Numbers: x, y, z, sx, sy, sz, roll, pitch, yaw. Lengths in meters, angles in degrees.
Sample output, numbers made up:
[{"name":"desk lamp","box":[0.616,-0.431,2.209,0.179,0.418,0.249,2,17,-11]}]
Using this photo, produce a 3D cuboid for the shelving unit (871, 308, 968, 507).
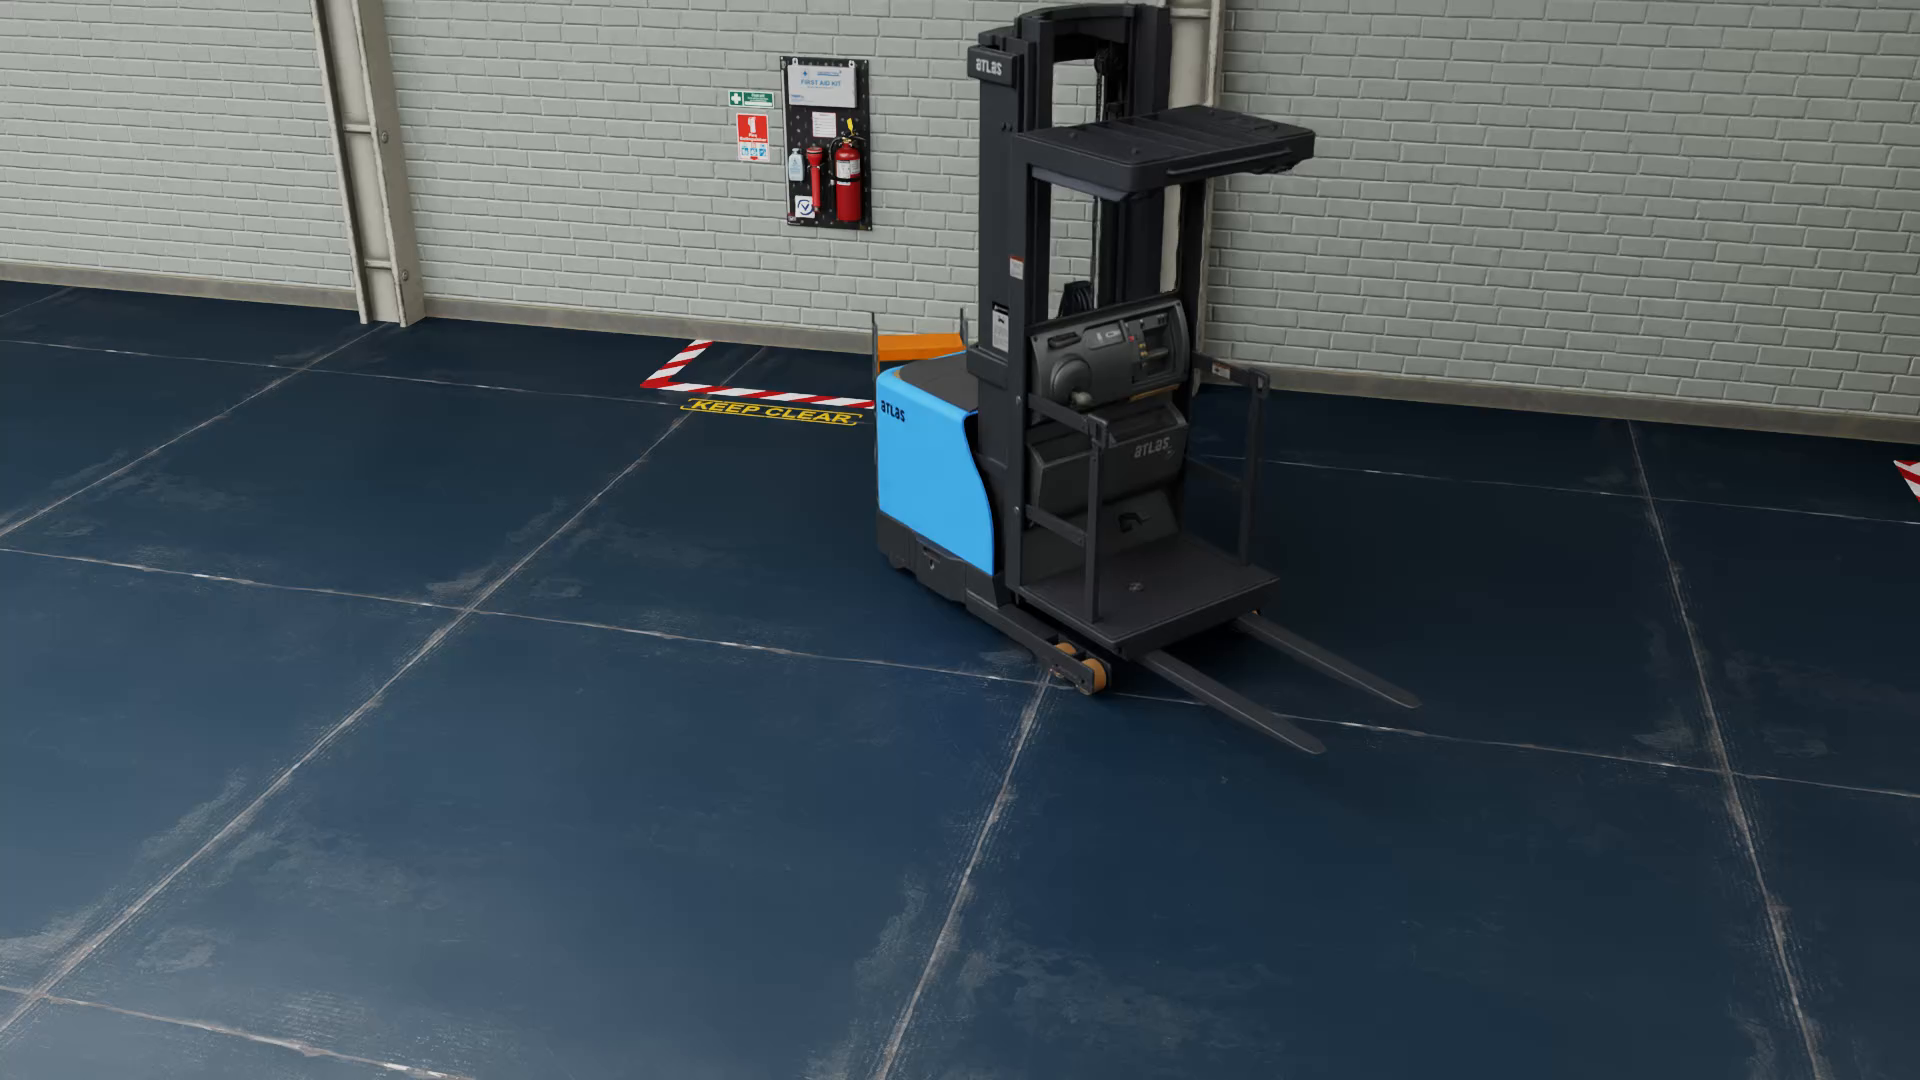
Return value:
[{"name":"shelving unit","box":[-0.221,-0.672,9.265,0.503,1.200,0.258,-3,26,-6]}]

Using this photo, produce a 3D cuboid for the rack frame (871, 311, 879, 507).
[{"name":"rack frame","box":[-0.463,-0.659,9.239,0.015,1.200,0.240,-3,26,-6]}]

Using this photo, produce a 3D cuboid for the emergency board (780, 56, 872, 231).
[{"name":"emergency board","box":[-0.938,-2.697,11.426,0.643,1.169,0.194,6,26,13]}]

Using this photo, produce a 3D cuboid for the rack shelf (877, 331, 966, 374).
[{"name":"rack shelf","box":[-0.221,-1.027,9.096,0.480,0.148,0.258,-3,26,-6]}]

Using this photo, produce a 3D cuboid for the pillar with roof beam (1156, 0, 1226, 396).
[{"name":"pillar with roof beam","box":[0.373,-3.333,5.783,0.400,9.000,9.100,6,26,13]}]

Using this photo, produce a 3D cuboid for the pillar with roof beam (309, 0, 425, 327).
[{"name":"pillar with roof beam","box":[-5.438,-3.976,7.132,0.400,9.000,9.100,6,26,13]}]

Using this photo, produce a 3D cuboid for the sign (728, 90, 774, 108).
[{"name":"sign","box":[-1.446,-3.051,11.510,0.331,0.109,0.001,6,26,13]}]

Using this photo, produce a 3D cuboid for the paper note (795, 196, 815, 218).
[{"name":"paper note","box":[-1.093,-2.347,11.715,0.142,0.148,0.016,6,26,13]}]

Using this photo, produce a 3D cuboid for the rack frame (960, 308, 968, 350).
[{"name":"rack frame","box":[0.022,-0.684,9.291,0.015,1.200,0.240,-3,26,-6]}]

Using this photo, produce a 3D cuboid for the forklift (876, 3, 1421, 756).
[{"name":"forklift","box":[0.836,-0.842,7.609,1.130,2.935,3.031,-18,31,-33]}]

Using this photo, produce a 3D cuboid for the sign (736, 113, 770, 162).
[{"name":"sign","box":[-1.448,-2.815,11.633,0.234,0.329,0.001,6,26,13]}]
